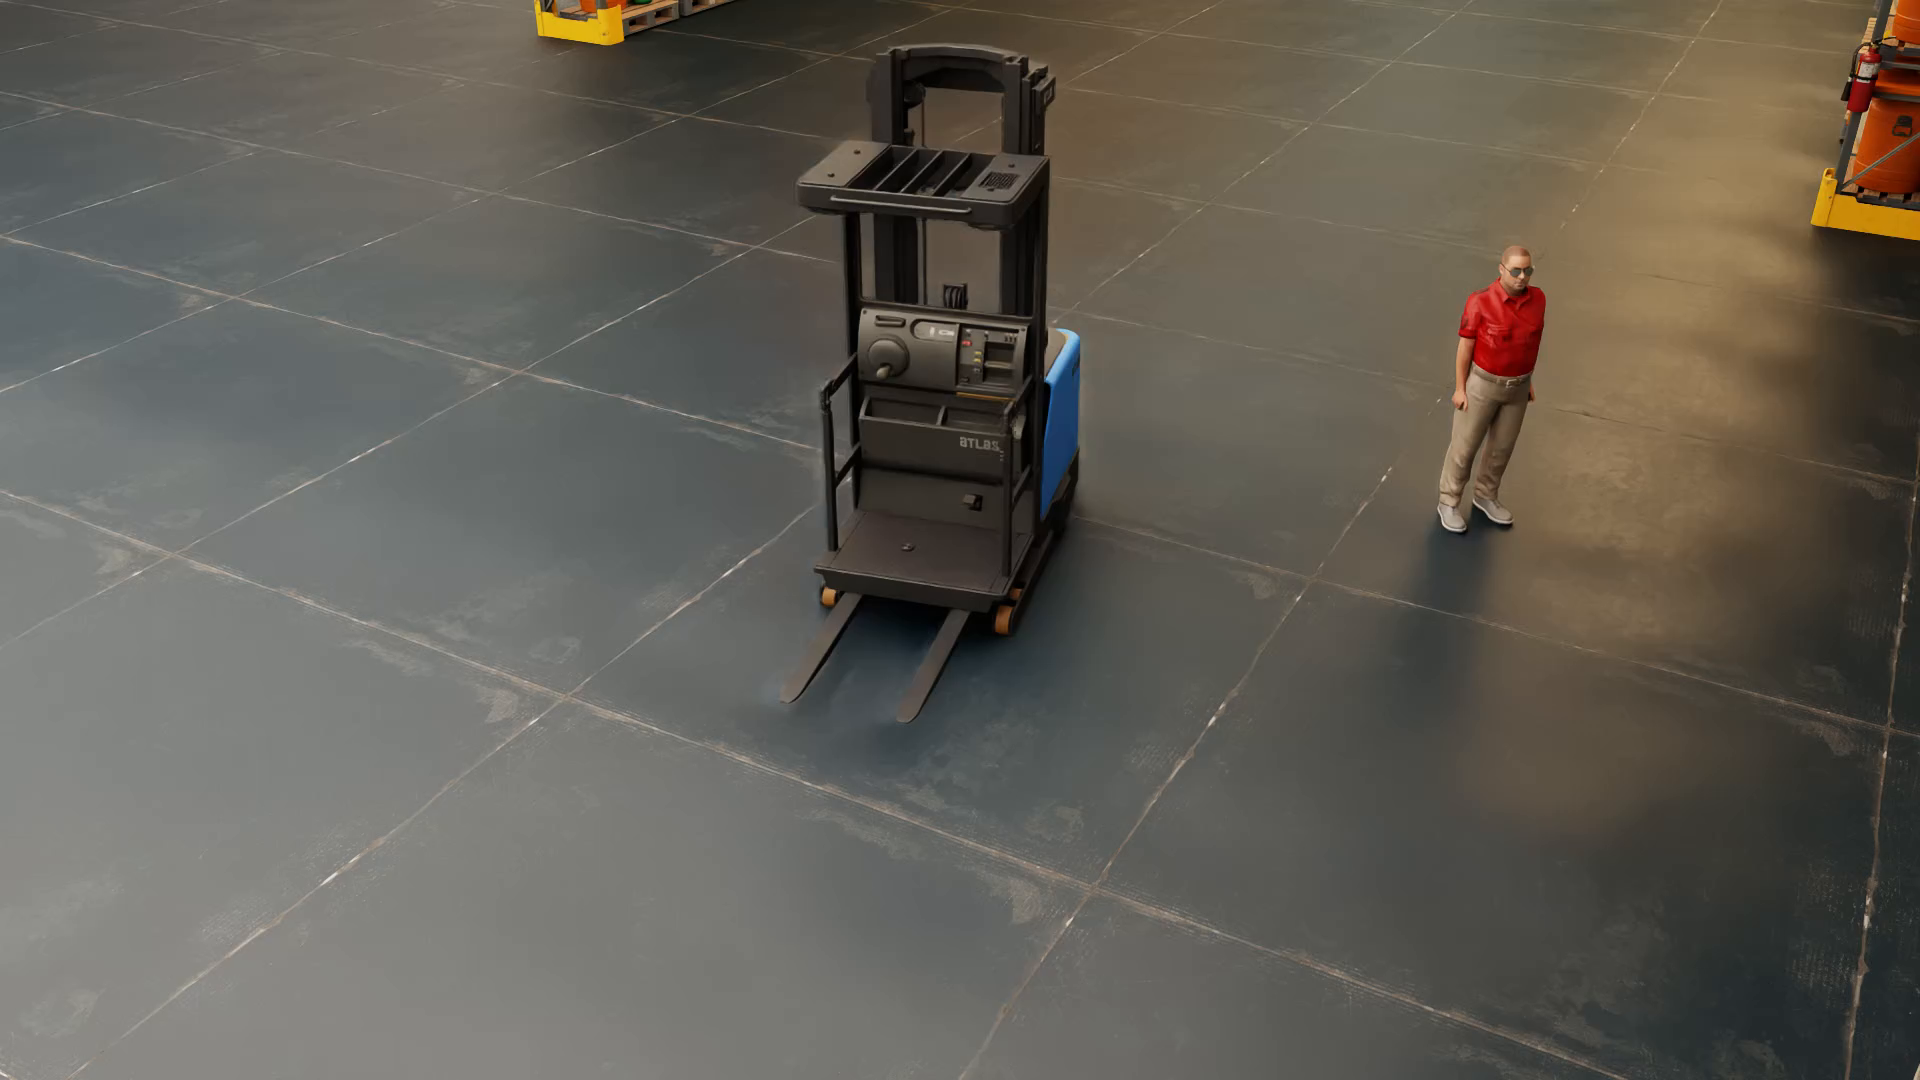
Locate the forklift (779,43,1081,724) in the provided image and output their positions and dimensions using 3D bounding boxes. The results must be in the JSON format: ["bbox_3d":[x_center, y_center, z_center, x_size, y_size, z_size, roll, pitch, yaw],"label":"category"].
[{"bbox_3d":[-0.154,-0.966,8.745,1.130,2.935,3.031,8,31,14],"label":"forklift"}]

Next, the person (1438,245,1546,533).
[{"bbox_3d":[3.172,-0.893,9.824,0.524,1.730,0.370,-8,31,-13],"label":"person"}]
